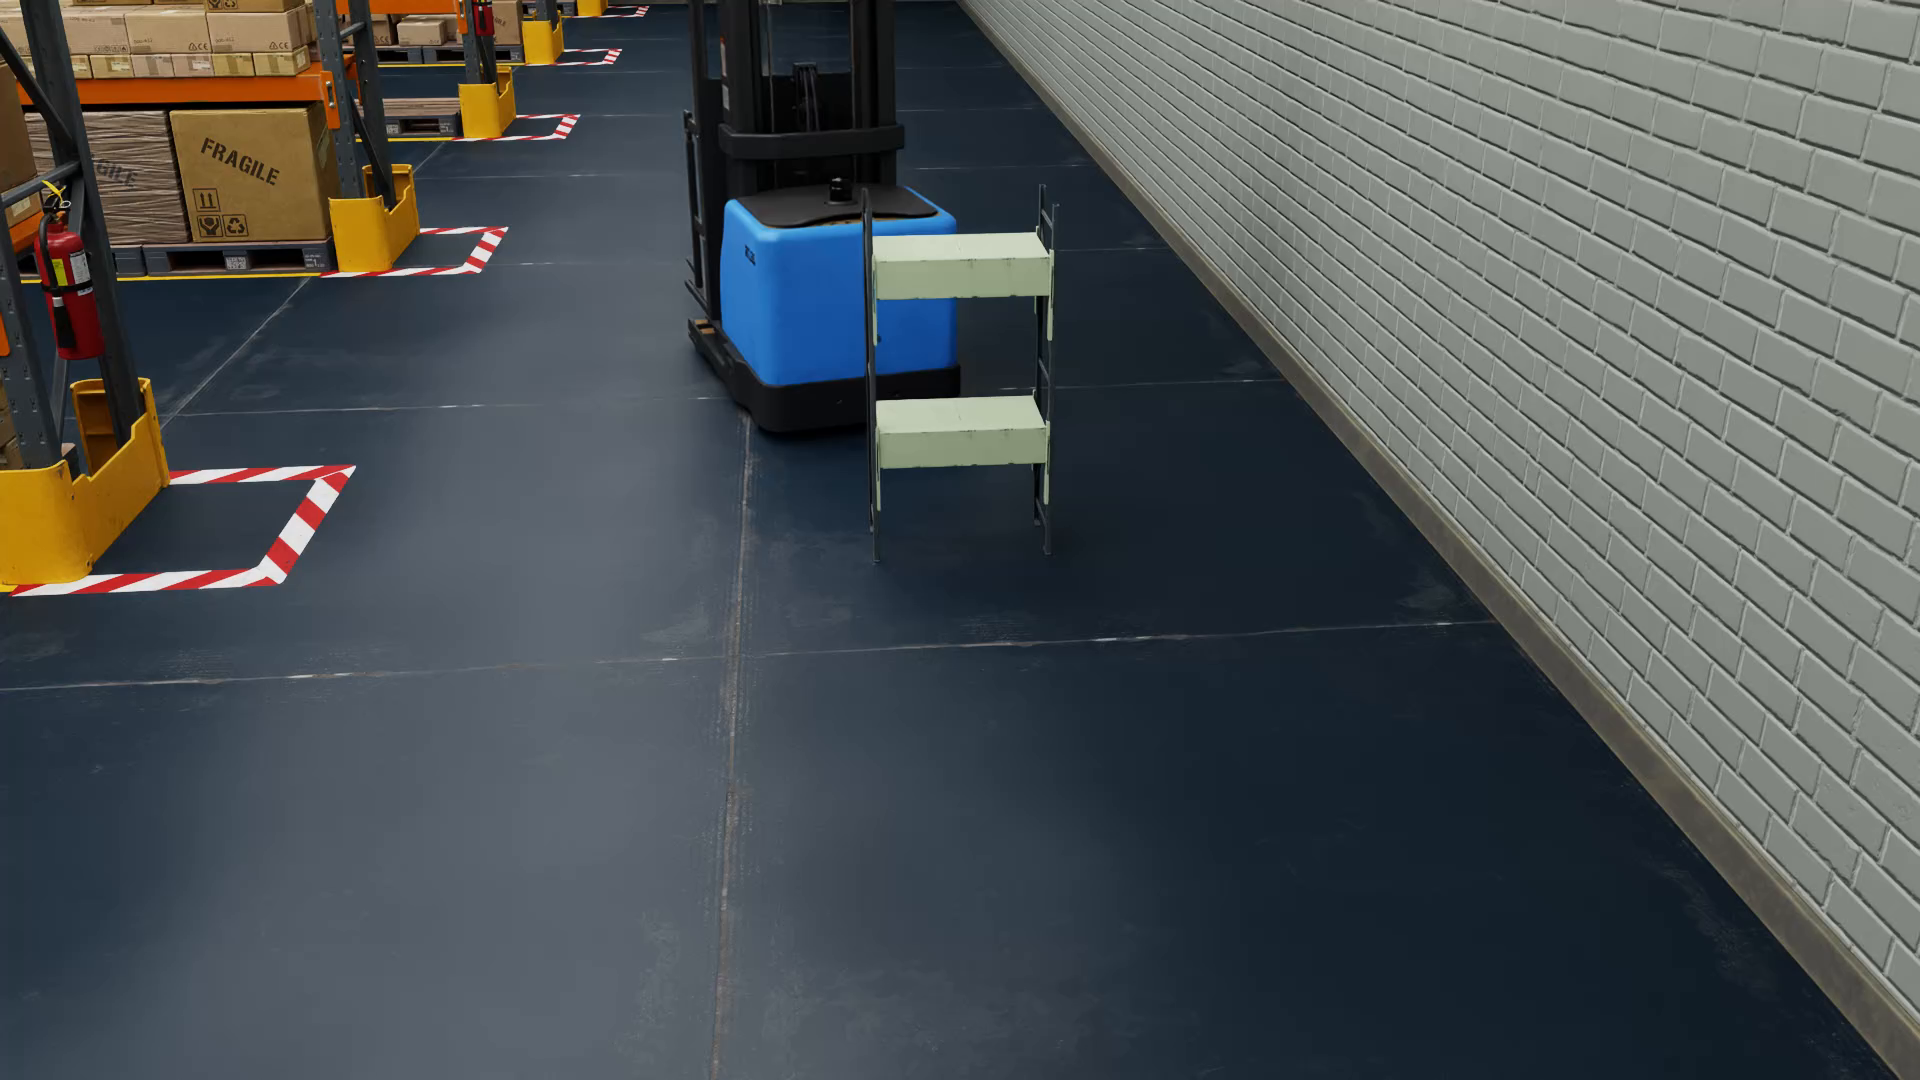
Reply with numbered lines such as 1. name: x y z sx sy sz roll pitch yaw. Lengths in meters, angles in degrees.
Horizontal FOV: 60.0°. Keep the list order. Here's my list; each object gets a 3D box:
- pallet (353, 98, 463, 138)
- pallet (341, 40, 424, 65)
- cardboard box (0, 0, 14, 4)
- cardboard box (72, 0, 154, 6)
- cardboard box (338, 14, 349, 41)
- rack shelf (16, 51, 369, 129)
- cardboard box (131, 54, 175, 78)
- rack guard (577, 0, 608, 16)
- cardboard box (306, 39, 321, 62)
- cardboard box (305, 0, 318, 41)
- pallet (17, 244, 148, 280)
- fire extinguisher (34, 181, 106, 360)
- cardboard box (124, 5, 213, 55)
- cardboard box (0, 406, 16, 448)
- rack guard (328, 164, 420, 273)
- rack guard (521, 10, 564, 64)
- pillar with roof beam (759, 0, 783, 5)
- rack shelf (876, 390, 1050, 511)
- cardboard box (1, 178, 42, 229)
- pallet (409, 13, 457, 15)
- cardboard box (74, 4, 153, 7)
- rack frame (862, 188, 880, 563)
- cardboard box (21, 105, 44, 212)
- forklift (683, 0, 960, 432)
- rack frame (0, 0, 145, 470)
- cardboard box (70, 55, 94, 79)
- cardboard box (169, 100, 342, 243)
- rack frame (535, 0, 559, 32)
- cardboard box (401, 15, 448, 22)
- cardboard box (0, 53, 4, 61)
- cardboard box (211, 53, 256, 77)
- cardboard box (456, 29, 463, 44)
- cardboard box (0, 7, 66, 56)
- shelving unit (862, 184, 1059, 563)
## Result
1. pallet: -5.476 -4.147 16.320 1.213 0.211 1.003 -2 24 -5
2. pallet: -7.214 -6.083 20.677 1.213 0.211 1.003 -2 24 -5
3. cardboard box: -6.709 -3.510 11.272 0.500 0.250 0.500 -2 24 -4
4. cardboard box: -5.681 -3.893 11.211 0.500 0.500 0.500 -3 24 -7
5. cardboard box: -7.829 -6.421 20.771 0.500 0.311 0.500 -2 24 -5
6. rack shelf: -6.155 -3.028 11.254 4.000 0.370 1.077 -2 24 -5
7. cardboard box: -5.244 -3.144 10.939 0.250 0.149 0.380 -2 24 -4
8. rack guard: -5.601 -8.301 25.311 0.348 0.500 1.175 -2 24 -5
9. cardboard box: -4.550 -3.441 11.607 0.250 0.149 0.380 -2 24 -5
10. cardboard box: -4.668 -3.594 11.460 0.500 0.250 0.500 -3 24 -7
11. pallet: -6.164 -2.051 11.605 1.213 0.211 1.003 -2 24 -5
12. fire extinguisher: -3.481 -1.045 6.463 0.183 0.674 0.296 -2 24 -5
13. cardboard box: -5.125 -3.357 10.928 0.500 0.250 0.500 -3 24 -6
14. cardboard box: -4.324 -0.535 7.388 0.250 0.149 0.380 -1 24 -3
15. rack guard: -4.140 -2.295 11.798 0.348 0.500 1.175 -2 24 -5
16. rack guard: -5.210 -6.295 20.798 0.348 0.500 1.175 -2 24 -5
17. pillar with roof beam: -2.600 -10.901 20.697 0.400 9.000 9.100 -2 24 -5
18. rack shelf: -0.007 -0.387 7.077 0.720 0.370 0.431 -2 24 -5
19. cardboard box: -4.132 -1.432 7.088 0.250 0.149 0.380 -2 24 -6
20. pallet: -7.624 -8.057 25.118 1.213 0.211 1.003 -2 24 -5
21. cardboard box: -5.685 -3.552 11.366 0.500 0.250 0.500 -3 24 -7
22. rack frame: -0.371 -0.670 6.912 0.023 1.500 0.400 -2 24 -5
23. cardboard box: -6.585 -2.527 11.342 0.875 0.875 0.875 -2 24 -5
24. forklift: -0.964 -2.449 9.151 1.130 2.935 3.031 -8 25 -18
25. rack frame: -3.777 -1.427 6.768 0.127 3.000 1.000 -2 24 -5
26. cardboard box: -5.761 -3.122 10.891 0.250 0.149 0.380 -2 24 -5
27. cardboard box: -4.793 -2.599 11.504 0.875 0.875 0.875 -2 24 -5
28. rack frame: -5.134 -7.440 20.297 0.127 3.000 1.000 -2 24 -5
29. cardboard box: -6.698 -6.438 20.885 0.500 0.250 0.500 -2 24 -5
30. cardboard box: -4.250 -2.155 6.686 0.500 0.500 0.500 -2 24 -5
31. cardboard box: -4.745 -3.163 10.983 0.250 0.149 0.380 -2 24 -5
32. cardboard box: -6.063 -6.246 20.555 0.250 0.166 0.380 -2 24 -5
33. cardboard box: -6.150 -3.314 10.832 0.500 0.250 0.500 -2 24 -5
34. shelving unit: -0.007 -0.685 6.945 0.755 1.500 0.431 -2 24 -5
